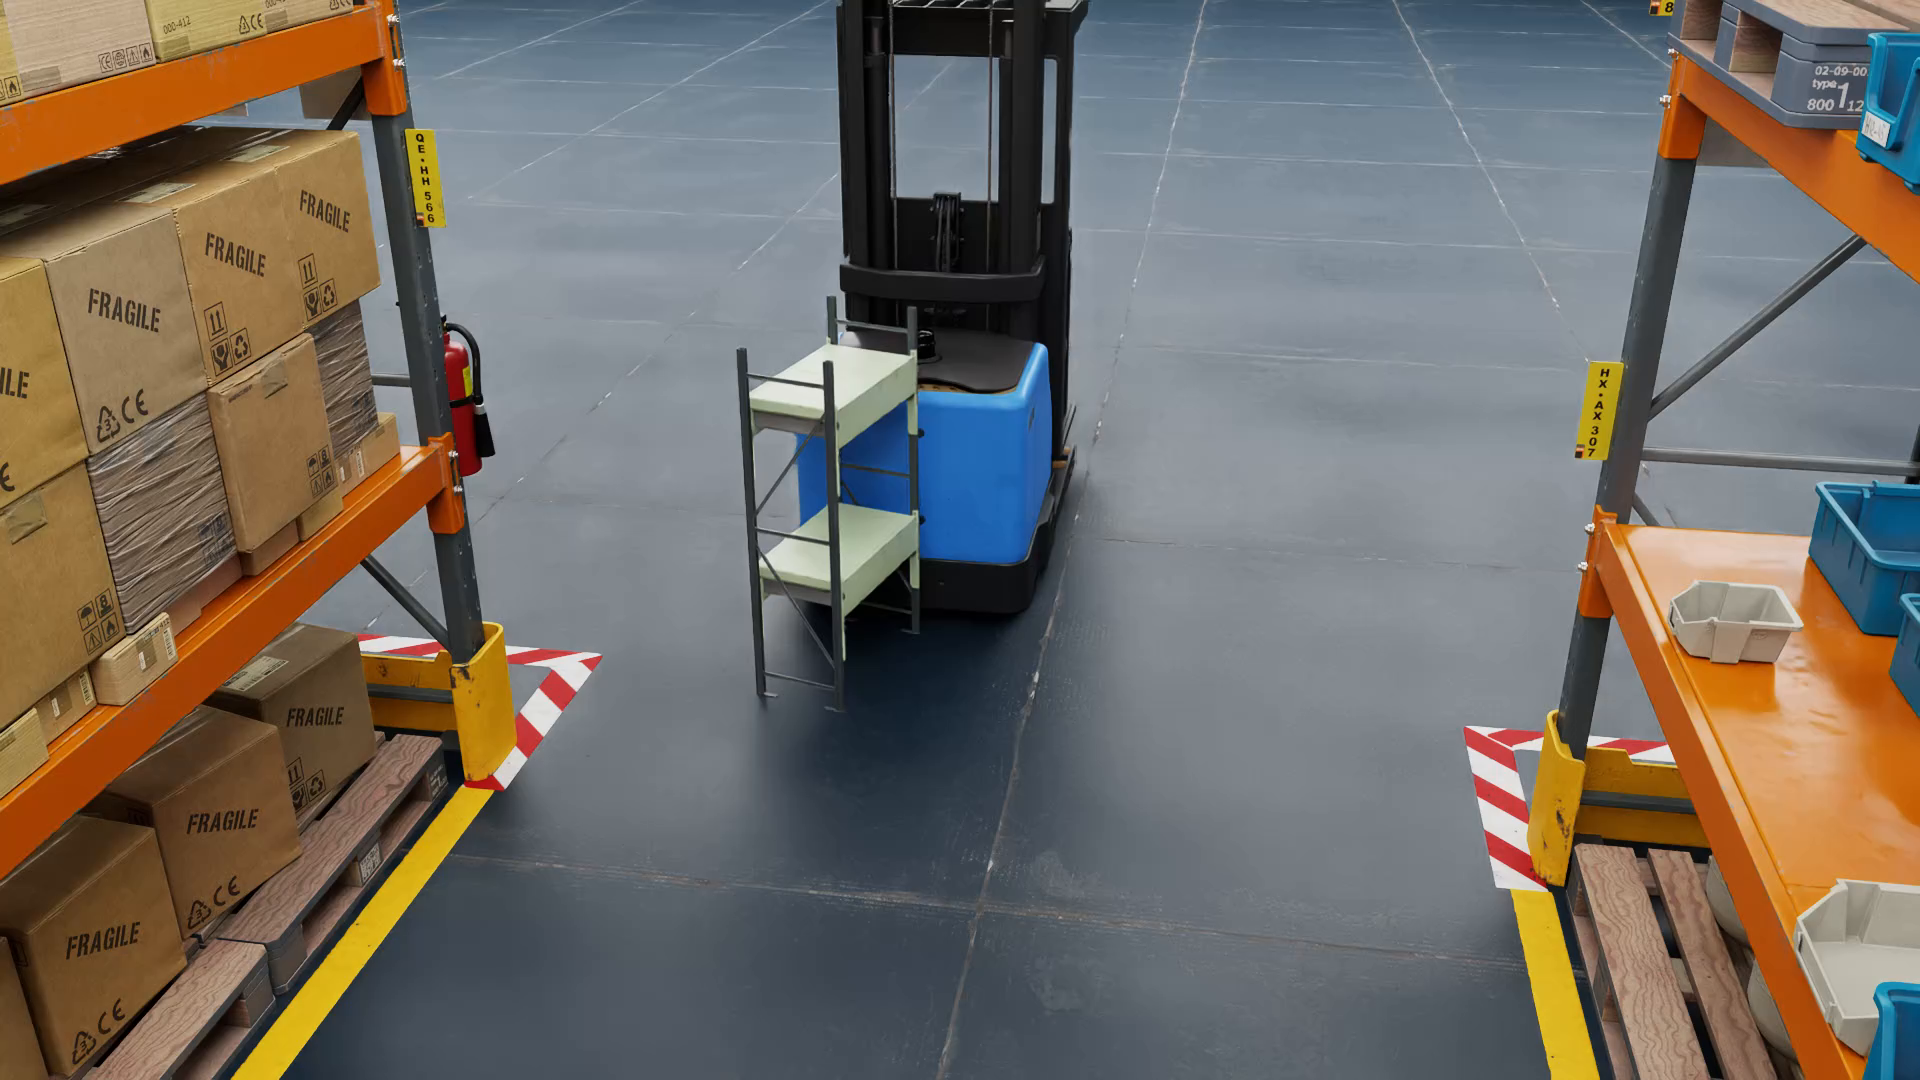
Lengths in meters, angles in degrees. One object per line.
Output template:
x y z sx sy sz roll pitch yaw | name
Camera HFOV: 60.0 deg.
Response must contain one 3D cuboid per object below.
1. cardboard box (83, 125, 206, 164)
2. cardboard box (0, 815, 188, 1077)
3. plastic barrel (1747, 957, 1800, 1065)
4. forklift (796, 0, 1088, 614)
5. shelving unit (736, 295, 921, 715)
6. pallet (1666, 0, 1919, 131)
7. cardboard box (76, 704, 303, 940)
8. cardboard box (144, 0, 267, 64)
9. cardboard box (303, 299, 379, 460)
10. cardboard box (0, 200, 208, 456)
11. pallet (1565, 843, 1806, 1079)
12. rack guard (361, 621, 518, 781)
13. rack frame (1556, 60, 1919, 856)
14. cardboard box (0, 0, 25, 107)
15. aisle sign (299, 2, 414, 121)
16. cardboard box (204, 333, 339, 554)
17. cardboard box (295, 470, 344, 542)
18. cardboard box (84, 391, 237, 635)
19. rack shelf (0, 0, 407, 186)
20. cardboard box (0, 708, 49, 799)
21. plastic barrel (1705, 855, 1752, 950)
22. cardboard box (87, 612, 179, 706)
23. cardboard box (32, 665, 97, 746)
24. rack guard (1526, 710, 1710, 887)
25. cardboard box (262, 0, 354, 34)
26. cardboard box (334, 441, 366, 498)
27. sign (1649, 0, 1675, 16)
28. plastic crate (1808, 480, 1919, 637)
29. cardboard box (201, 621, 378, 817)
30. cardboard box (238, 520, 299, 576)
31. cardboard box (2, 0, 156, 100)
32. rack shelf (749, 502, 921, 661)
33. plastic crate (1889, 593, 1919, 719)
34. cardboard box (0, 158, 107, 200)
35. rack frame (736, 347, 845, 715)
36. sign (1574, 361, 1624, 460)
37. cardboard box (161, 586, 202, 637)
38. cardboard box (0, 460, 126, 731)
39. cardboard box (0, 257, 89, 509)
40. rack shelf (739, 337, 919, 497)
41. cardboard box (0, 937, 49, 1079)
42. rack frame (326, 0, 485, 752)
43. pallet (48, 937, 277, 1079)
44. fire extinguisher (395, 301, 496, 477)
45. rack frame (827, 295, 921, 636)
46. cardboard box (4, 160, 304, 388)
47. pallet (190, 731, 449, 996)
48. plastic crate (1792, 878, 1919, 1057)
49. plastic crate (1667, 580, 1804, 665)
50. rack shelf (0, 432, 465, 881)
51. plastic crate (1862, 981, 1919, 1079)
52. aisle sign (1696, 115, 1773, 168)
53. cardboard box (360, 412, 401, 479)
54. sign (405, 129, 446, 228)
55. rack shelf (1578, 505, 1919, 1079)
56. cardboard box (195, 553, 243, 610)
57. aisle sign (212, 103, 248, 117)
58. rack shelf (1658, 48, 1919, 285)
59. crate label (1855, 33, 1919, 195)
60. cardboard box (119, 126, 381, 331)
-2.685 -1.006 5.213 0.500 0.500 0.500 4 25 9 | cardboard box
-2.630 1.130 4.750 0.500 0.500 0.500 6 26 13 | cardboard box
2.446 1.186 4.618 0.421 0.512 0.421 0 25 0 | plastic barrel
0.018 -1.598 8.207 1.130 2.935 3.031 4 25 9 | forklift
-0.508 -0.151 6.804 0.431 1.500 0.755 10 27 21 | shelving unit
2.329 -1.175 3.906 1.003 0.211 1.213 4 25 9 | pallet
-2.509 0.870 5.306 0.500 0.500 0.500 11 27 22 | cardboard box
-2.233 -1.447 4.441 0.500 0.250 0.500 4 25 9 | cardboard box
-2.443 -0.536 5.389 0.875 0.500 0.500 4 25 9 | cardboard box
-2.332 -0.552 4.242 0.500 0.500 0.500 4 25 9 | cardboard box
2.456 1.396 5.018 1.003 0.211 1.213 4 25 9 | pallet
-2.338 0.580 6.422 1.175 0.500 0.348 4 25 9 | rack guard
2.560 -0.241 5.227 1.000 3.000 0.127 4 25 9 | rack frame
-2.402 -1.022 3.534 0.500 0.250 0.500 4 25 8 | cardboard box
-2.020 -1.767 5.420 0.394 0.787 0.004 4 25 9 | aisle sign
-2.406 -0.319 4.924 0.875 0.500 0.500 4 25 9 | cardboard box
-2.201 -0.124 5.274 0.380 0.149 0.250 4 25 9 | cardboard box
-2.531 -0.113 4.484 0.875 0.500 0.500 4 25 9 | cardboard box
-2.653 -0.781 3.690 1.077 0.370 4.000 4 25 9 | rack shelf
-2.416 0.505 3.929 0.380 0.149 0.250 4 25 9 | cardboard box
2.528 0.976 5.066 0.421 0.512 0.421 0 25 0 | plastic barrel
-2.310 0.298 4.372 0.380 0.149 0.250 4 25 9 | cardboard box
-2.420 0.397 4.159 0.380 0.149 0.250 4 25 9 | cardboard box
2.594 0.926 5.682 1.175 0.500 0.348 4 25 9 | rack guard
-2.154 -1.656 4.888 0.500 0.250 0.500 5 25 10 | cardboard box
-2.210 -0.233 5.505 0.380 0.149 0.250 4 25 9 | cardboard box
2.018 -1.644 4.675 0.100 0.325 0.005 4 25 9 | sign
2.774 0.056 4.767 0.499 0.251 0.616 4 25 9 | plastic crate
-2.445 0.618 5.846 0.500 0.500 0.500 9 27 18 | cardboard box
-2.257 -0.021 5.053 0.380 0.149 0.250 4 25 9 | cardboard box
-2.325 -1.233 3.984 0.500 0.250 0.500 5 25 10 | cardboard box
-0.508 0.144 6.943 0.431 0.370 0.720 10 27 21 | rack shelf
2.662 0.327 4.188 0.499 0.251 0.408 4 25 9 | plastic crate
-2.773 -0.797 4.767 0.500 0.500 0.500 4 25 9 | cardboard box
-0.654 -0.009 6.500 0.400 1.500 0.023 10 27 21 | rack frame
2.018 -0.406 5.254 0.100 0.325 0.005 4 25 9 | sign
-2.357 0.187 4.609 0.380 0.149 0.250 4 25 9 | cardboard box
-2.624 0.096 4.039 0.875 0.500 0.500 4 25 9 | cardboard box
-2.422 -0.343 3.796 0.500 0.500 0.500 4 25 9 | cardboard box
-0.508 -0.505 6.639 0.431 0.370 0.720 10 27 21 | rack shelf
-2.765 1.361 4.258 0.500 0.500 0.500 2 25 4 | cardboard box
-2.326 -0.584 5.960 1.000 3.000 0.127 4 25 9 | rack frame
-2.708 1.556 4.676 1.003 0.211 1.213 4 25 9 | pallet
-1.853 -0.565 6.011 0.296 0.674 0.183 4 25 9 | fire extinguisher
-0.362 -0.294 7.108 0.400 1.500 0.023 10 27 21 | rack frame
-2.248 -0.761 4.688 0.500 0.500 0.500 4 25 9 | cardboard box
-2.506 1.048 5.763 1.003 0.211 1.213 4 25 9 | pallet
1.922 0.855 3.197 0.530 0.136 0.437 4 25 9 | plastic crate
2.097 0.230 4.531 0.298 0.136 0.250 4 25 9 | plastic crate
-2.653 0.578 4.326 1.077 0.370 4.000 4 25 9 | rack shelf
1.820 1.017 2.714 0.499 0.251 0.616 4 25 9 | plastic crate
2.283 -1.469 4.784 0.394 0.787 0.004 4 25 9 | aisle sign
-2.169 -0.337 5.728 0.380 0.149 0.250 4 25 9 | cardboard box
-1.782 -1.205 5.548 0.100 0.325 0.005 4 25 9 | sign
2.233 0.921 3.592 1.077 0.370 4.000 4 25 9 | rack shelf
-2.338 0.081 4.836 0.380 0.149 0.250 4 25 9 | cardboard box
-2.612 -1.808 5.509 0.394 0.787 0.004 4 25 9 | aisle sign
2.233 -0.437 2.957 1.077 0.370 4.000 4 25 9 | rack shelf
1.928 -0.772 2.999 0.502 0.251 0.408 4 25 9 | crate label
-2.172 -0.970 5.136 0.500 0.500 0.500 4 25 9 | cardboard box
